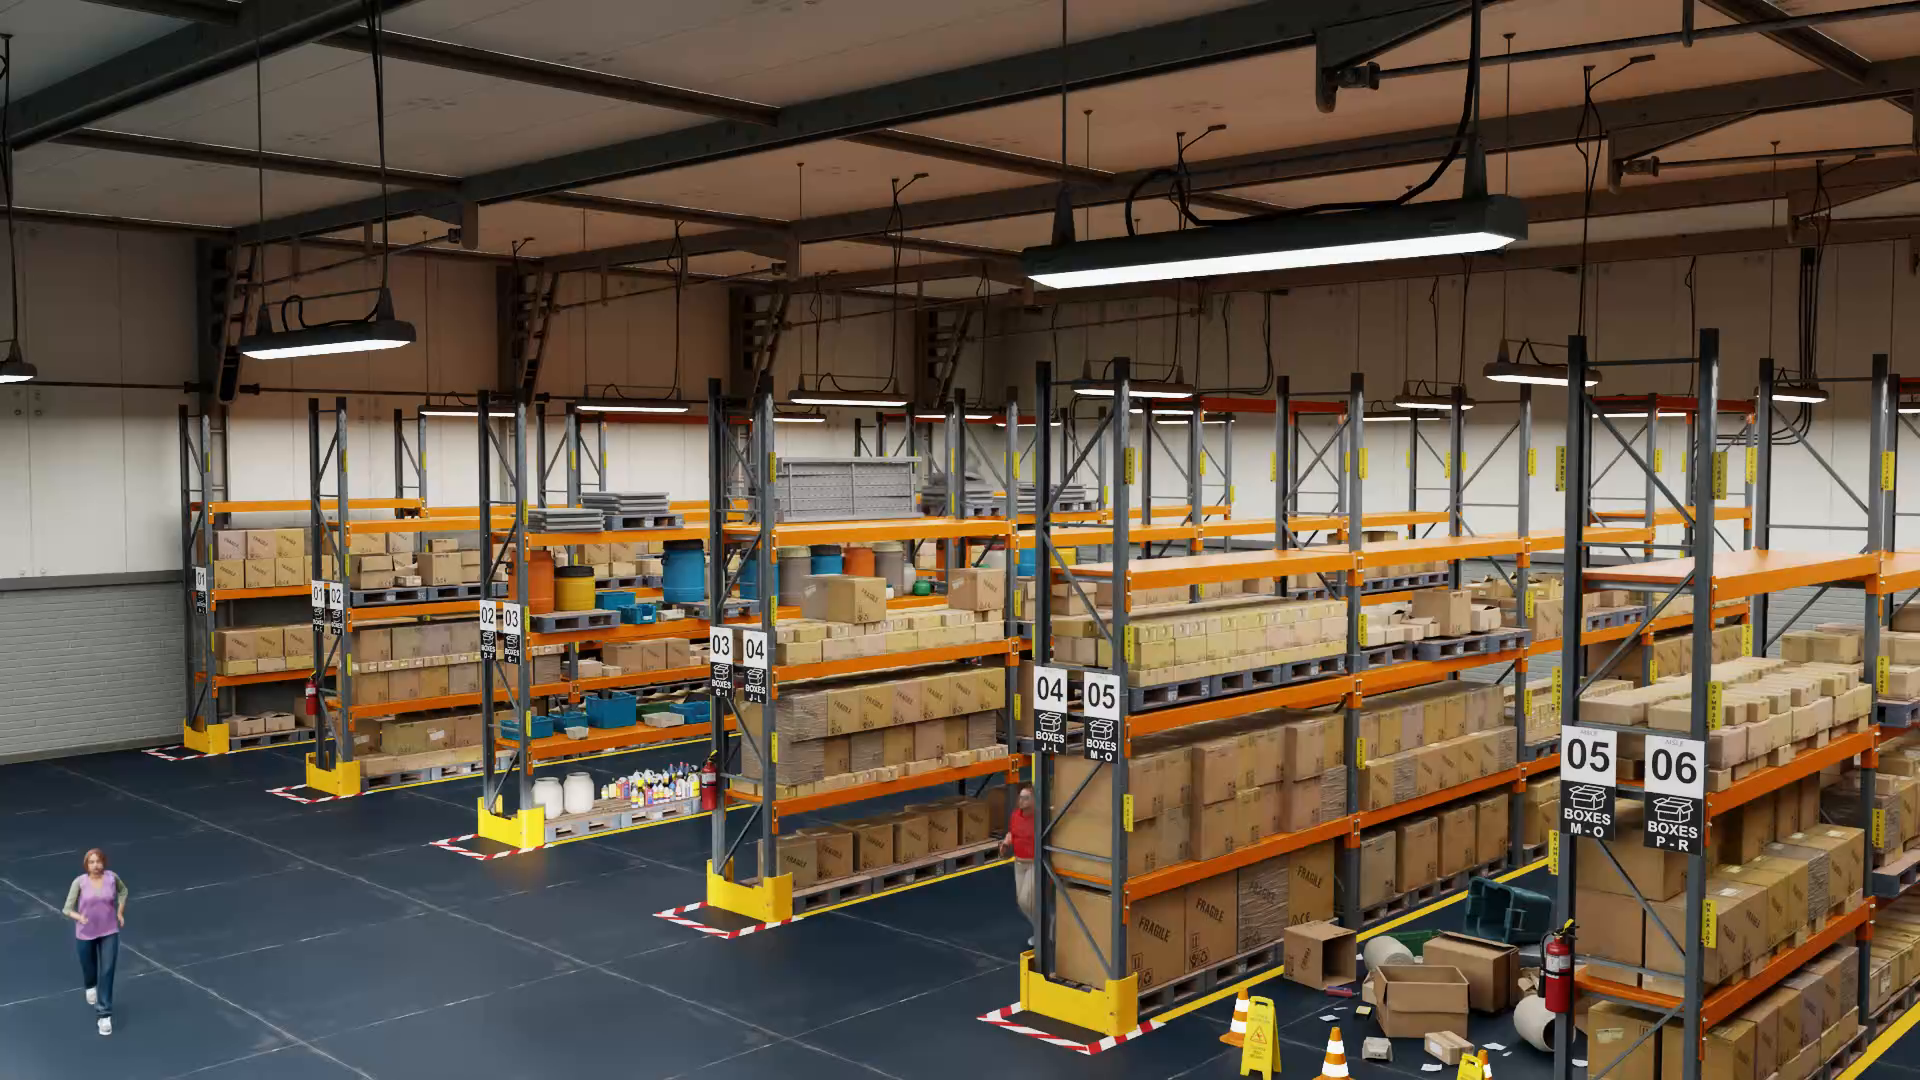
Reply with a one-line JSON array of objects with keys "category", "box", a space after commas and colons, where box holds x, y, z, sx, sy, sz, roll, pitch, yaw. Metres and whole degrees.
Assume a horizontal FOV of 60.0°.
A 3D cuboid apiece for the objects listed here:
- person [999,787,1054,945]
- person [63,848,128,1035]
[{"category": "person", "box": [0.733, 3.409, 17.333, 0.676, 1.679, 0.698, 3, 4, 43]}, {"category": "person", "box": [-7.778, 3.566, 14.991, 0.540, 1.593, 0.872, -2, 4, -32]}]
